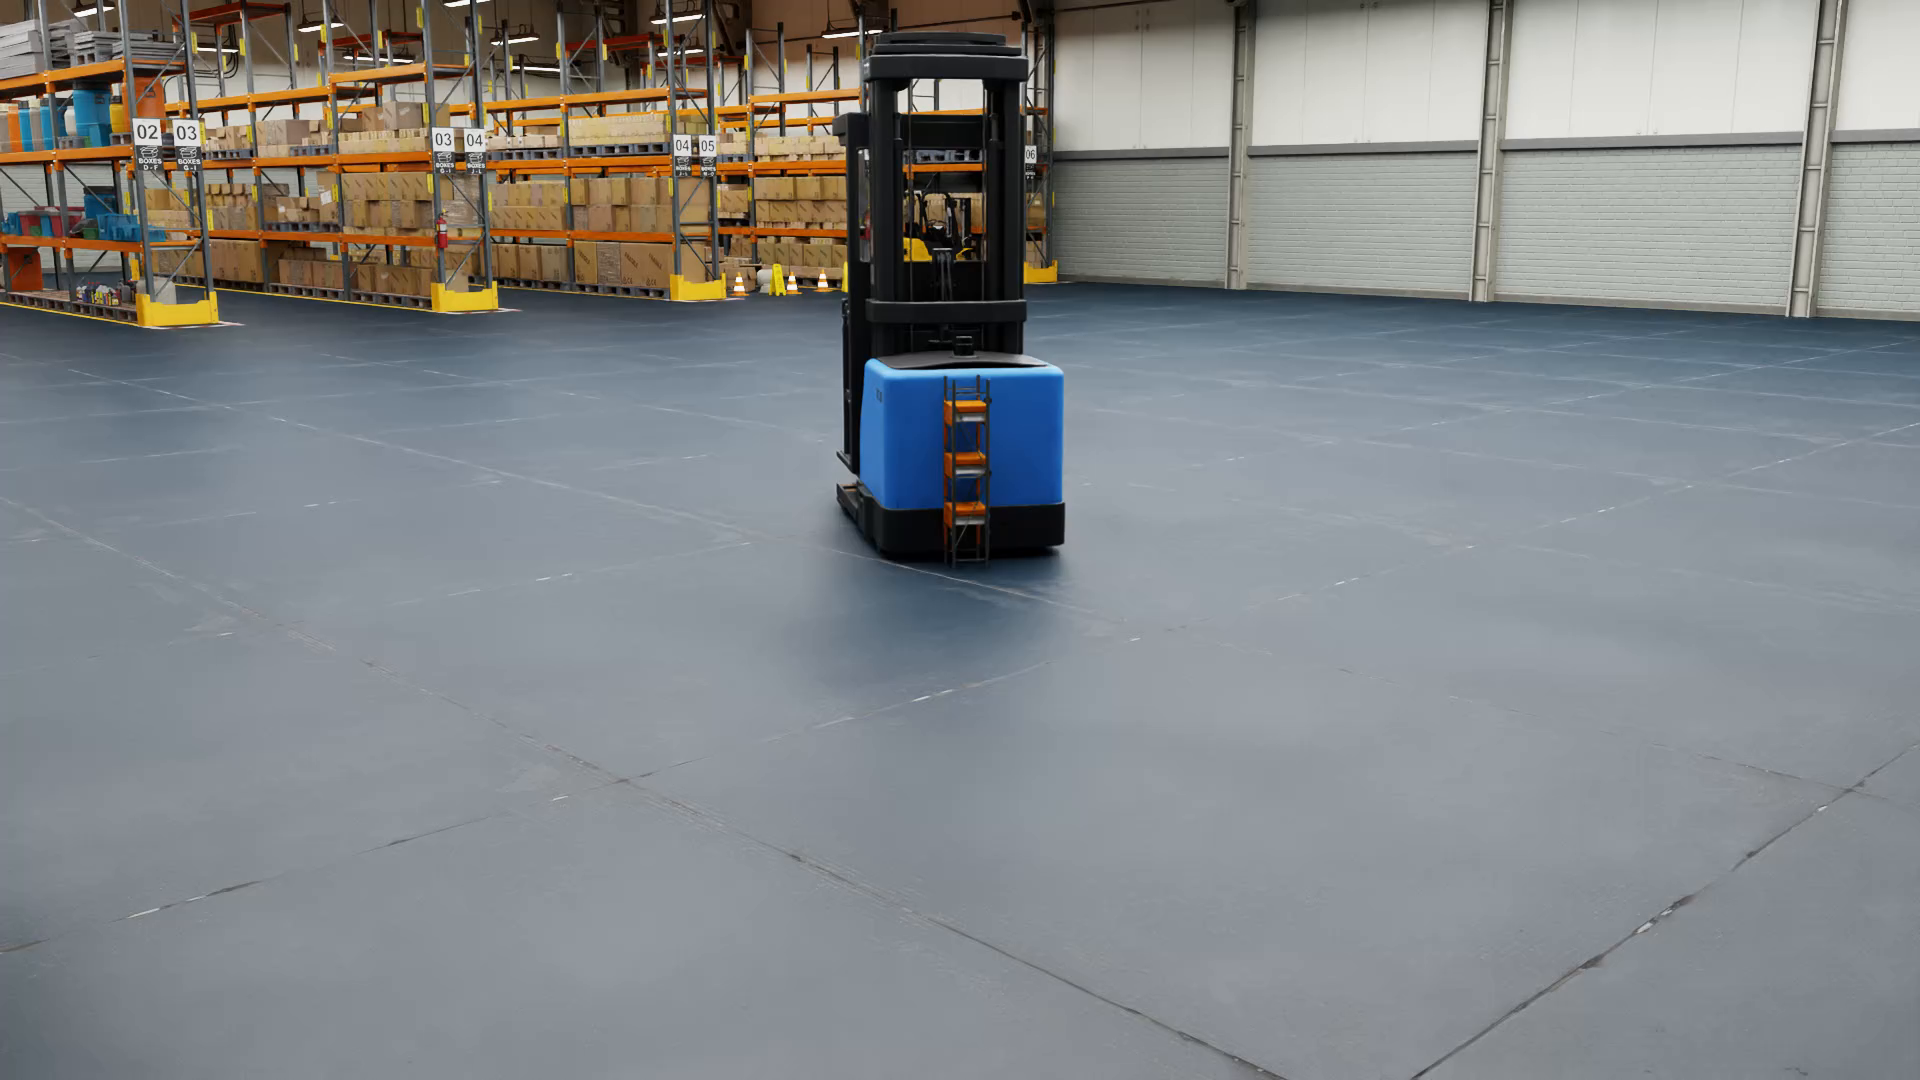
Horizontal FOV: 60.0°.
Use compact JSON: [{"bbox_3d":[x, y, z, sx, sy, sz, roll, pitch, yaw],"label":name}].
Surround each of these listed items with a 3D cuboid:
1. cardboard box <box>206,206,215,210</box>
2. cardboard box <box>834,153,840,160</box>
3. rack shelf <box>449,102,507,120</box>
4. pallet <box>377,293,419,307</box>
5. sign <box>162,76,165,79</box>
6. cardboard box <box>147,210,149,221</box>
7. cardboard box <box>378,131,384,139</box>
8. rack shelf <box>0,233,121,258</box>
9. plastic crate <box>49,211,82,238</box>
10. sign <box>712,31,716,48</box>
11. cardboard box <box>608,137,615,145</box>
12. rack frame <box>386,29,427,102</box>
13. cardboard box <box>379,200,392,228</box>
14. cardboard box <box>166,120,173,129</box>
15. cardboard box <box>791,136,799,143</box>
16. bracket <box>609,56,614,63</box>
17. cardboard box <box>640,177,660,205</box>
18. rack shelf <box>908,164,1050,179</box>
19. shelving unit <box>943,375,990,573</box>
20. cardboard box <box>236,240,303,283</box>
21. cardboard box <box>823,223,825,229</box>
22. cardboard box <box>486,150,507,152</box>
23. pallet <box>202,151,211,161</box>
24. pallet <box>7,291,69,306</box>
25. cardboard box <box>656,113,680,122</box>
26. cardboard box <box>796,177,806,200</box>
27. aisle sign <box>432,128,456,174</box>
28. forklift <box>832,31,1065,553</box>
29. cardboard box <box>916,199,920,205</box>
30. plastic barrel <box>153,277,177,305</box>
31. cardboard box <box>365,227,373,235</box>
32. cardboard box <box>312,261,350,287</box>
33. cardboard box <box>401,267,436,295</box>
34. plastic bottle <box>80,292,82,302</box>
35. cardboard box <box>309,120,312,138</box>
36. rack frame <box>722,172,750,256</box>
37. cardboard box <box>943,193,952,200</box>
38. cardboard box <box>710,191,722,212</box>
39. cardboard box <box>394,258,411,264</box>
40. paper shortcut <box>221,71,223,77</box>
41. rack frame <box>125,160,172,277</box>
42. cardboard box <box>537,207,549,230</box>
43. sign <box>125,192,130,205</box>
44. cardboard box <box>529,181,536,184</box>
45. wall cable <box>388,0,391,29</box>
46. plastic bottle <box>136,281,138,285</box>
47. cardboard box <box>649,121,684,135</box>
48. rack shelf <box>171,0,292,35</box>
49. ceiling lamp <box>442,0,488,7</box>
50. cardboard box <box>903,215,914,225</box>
[{"bbox_3d":[-16.726,-7.261,37.471,0.500,0.500,0.500,-11,16,-42],"label":"cardboard box"},{"bbox_3d":[-2.559,-8.451,36.686,0.380,0.149,0.250,-10,15,-41],"label":"cardboard box"},{"bbox_3d":[-12.172,-10.161,39.706,1.077,0.370,4.000,-11,16,-43],"label":"rack shelf"},{"bbox_3d":[-10.350,-4.582,31.630,1.003,0.211,1.213,-11,16,-43],"label":"pallet"},{"bbox_3d":[-19.570,-11.479,40.815,0.100,0.325,0.005,-11,16,-43],"label":"sign"},{"bbox_3d":[-19.473,-7.860,40.264,0.500,0.250,0.500,-11,16,-43],"label":"cardboard box"},{"bbox_3d":[-10.554,-7.502,30.841,0.380,0.149,0.250,-10,16,-41],"label":"cardboard box"},{"bbox_3d":[-16.649,-5.469,30.804,1.077,0.370,4.000,-11,16,-43],"label":"rack shelf"},{"bbox_3d":[-15.824,-5.588,29.444,0.402,0.464,0.583,-11,16,-43],"label":"plastic crate"},{"bbox_3d":[-4.860,-9.862,32.770,0.100,0.325,0.005,-11,16,-43],"label":"sign"},{"bbox_3d":[-6.973,-8.174,34.053,0.380,0.149,0.250,-11,16,-42],"label":"cardboard box"},{"bbox_3d":[-13.553,-11.002,41.010,1.000,3.000,0.127,-11,16,-43],"label":"rack frame"},{"bbox_3d":[-10.366,-6.124,31.218,0.875,0.500,0.500,-11,16,-43],"label":"cardboard box"},{"bbox_3d":[-18.585,-9.814,39.287,0.500,0.250,0.500,11,16,43],"label":"cardboard box"},{"bbox_3d":[-3.598,-9.063,37.680,0.380,0.149,0.250,-11,16,-43],"label":"cardboard box"},{"bbox_3d":[-10.971,-15.275,52.833,0.235,0.232,0.430,-11,16,-43],"label":"bracket"},{"bbox_3d":[-5.941,-7.041,33.607,0.875,0.550,0.550,-11,16,-43],"label":"cardboard box"},{"bbox_3d":[0.450,-9.117,41.081,1.077,0.370,4.000,-11,16,-43],"label":"rack shelf"},{"bbox_3d":[0.034,-0.361,9.062,0.215,1.050,0.252,-2,12,-11],"label":"shelving unit"},{"bbox_3d":[-14.909,-6.072,36.173,0.875,0.875,1.225,11,16,43],"label":"cardboard box"},{"bbox_3d":[-2.860,-7.070,37.419,0.380,0.149,0.250,-11,16,-42],"label":"cardboard box"},{"bbox_3d":[-10.993,-9.118,39.053,0.500,0.500,0.500,-11,16,-43],"label":"cardboard box"},{"bbox_3d":[-16.542,-8.635,37.432,1.217,0.209,0.805,11,16,43],"label":"pallet"},{"bbox_3d":[-17.523,-4.629,31.855,1.003,0.211,1.213,-11,16,-43],"label":"pallet"},{"bbox_3d":[-5.744,-8.305,32.713,0.380,0.149,0.250,-11,16,-42],"label":"cardboard box"},{"bbox_3d":[-3.281,-7.972,37.710,0.700,0.500,0.500,-11,16,-43],"label":"cardboard box"},{"bbox_3d":[-9.098,-6.858,29.322,0.394,0.787,0.004,-11,16,-43],"label":"aisle sign"},{"bbox_3d":[-0.197,-1.612,10.473,1.130,2.935,3.031,-2,12,-11],"label":"forklift"},{"bbox_3d":[-0.901,-8.576,42.248,0.380,0.149,0.250,-11,16,-43],"label":"cardboard box"},{"bbox_3d":[-13.015,-4.018,27.104,0.421,0.512,0.421,0,12,0],"label":"plastic barrel"},{"bbox_3d":[-11.076,-5.875,31.615,0.380,0.149,0.250,-11,16,-43],"label":"cardboard box"},{"bbox_3d":[-12.797,-5.457,34.069,0.500,0.500,0.700,10,15,40],"label":"cardboard box"},{"bbox_3d":[-10.199,-4.887,31.351,0.500,0.500,0.500,-9,15,-37],"label":"cardboard box"},{"bbox_3d":[-15.224,-4.237,28.886,0.097,0.201,0.097,0,12,0],"label":"plastic bottle"},{"bbox_3d":[-13.245,-8.384,34.249,0.500,0.500,0.500,-11,16,-42],"label":"cardboard box"},{"bbox_3d":[-6.455,-9.460,48.395,1.000,3.000,0.127,-11,16,-43],"label":"rack frame"},{"bbox_3d":[-0.194,-8.569,41.479,0.380,0.149,0.250,-11,16,-43],"label":"cardboard box"},{"bbox_3d":[-5.699,-8.184,40.177,0.500,0.500,0.500,-10,15,-41],"label":"cardboard box"},{"bbox_3d":[-14.001,-7.020,41.838,0.380,0.149,0.250,-10,16,-41],"label":"cardboard box"},{"bbox_3d":[-15.740,-9.929,35.459,0.009,0.170,0.078,4,-25,-45],"label":"paper shortcut"},{"bbox_3d":[-19.973,-7.971,41.165,1.000,3.000,0.127,-11,16,-43],"label":"rack frame"},{"bbox_3d":[-8.931,-7.057,36.485,0.500,0.500,0.500,-11,16,-43],"label":"cardboard box"},{"bbox_3d":[-20.378,-8.357,40.699,0.100,0.325,0.005,-11,16,-43],"label":"sign"},{"bbox_3d":[-11.720,-9.885,46.126,0.250,0.149,0.380,11,16,44],"label":"cardboard box"},{"bbox_3d":[-18.055,-15.803,49.447,2.355,3.000,0.029,-11,16,-43],"label":"wall cable"},{"bbox_3d":[-14.259,-4.318,28.912,0.144,0.351,0.185,-11,16,-43],"label":"plastic bottle"},{"bbox_3d":[-5.806,-8.140,32.902,0.500,0.250,0.500,-11,16,-42],"label":"cardboard box"},{"bbox_3d":[-15.829,-11.309,36.047,1.077,0.370,4.000,-11,16,-43],"label":"rack shelf"},{"bbox_3d":[-9.600,-12.381,33.239,0.800,3.185,2.000,-11,16,-43],"label":"ceiling lamp"},{"bbox_3d":[-1.468,-8.256,42.923,0.500,0.250,0.500,-10,16,-41],"label":"cardboard box"}]
